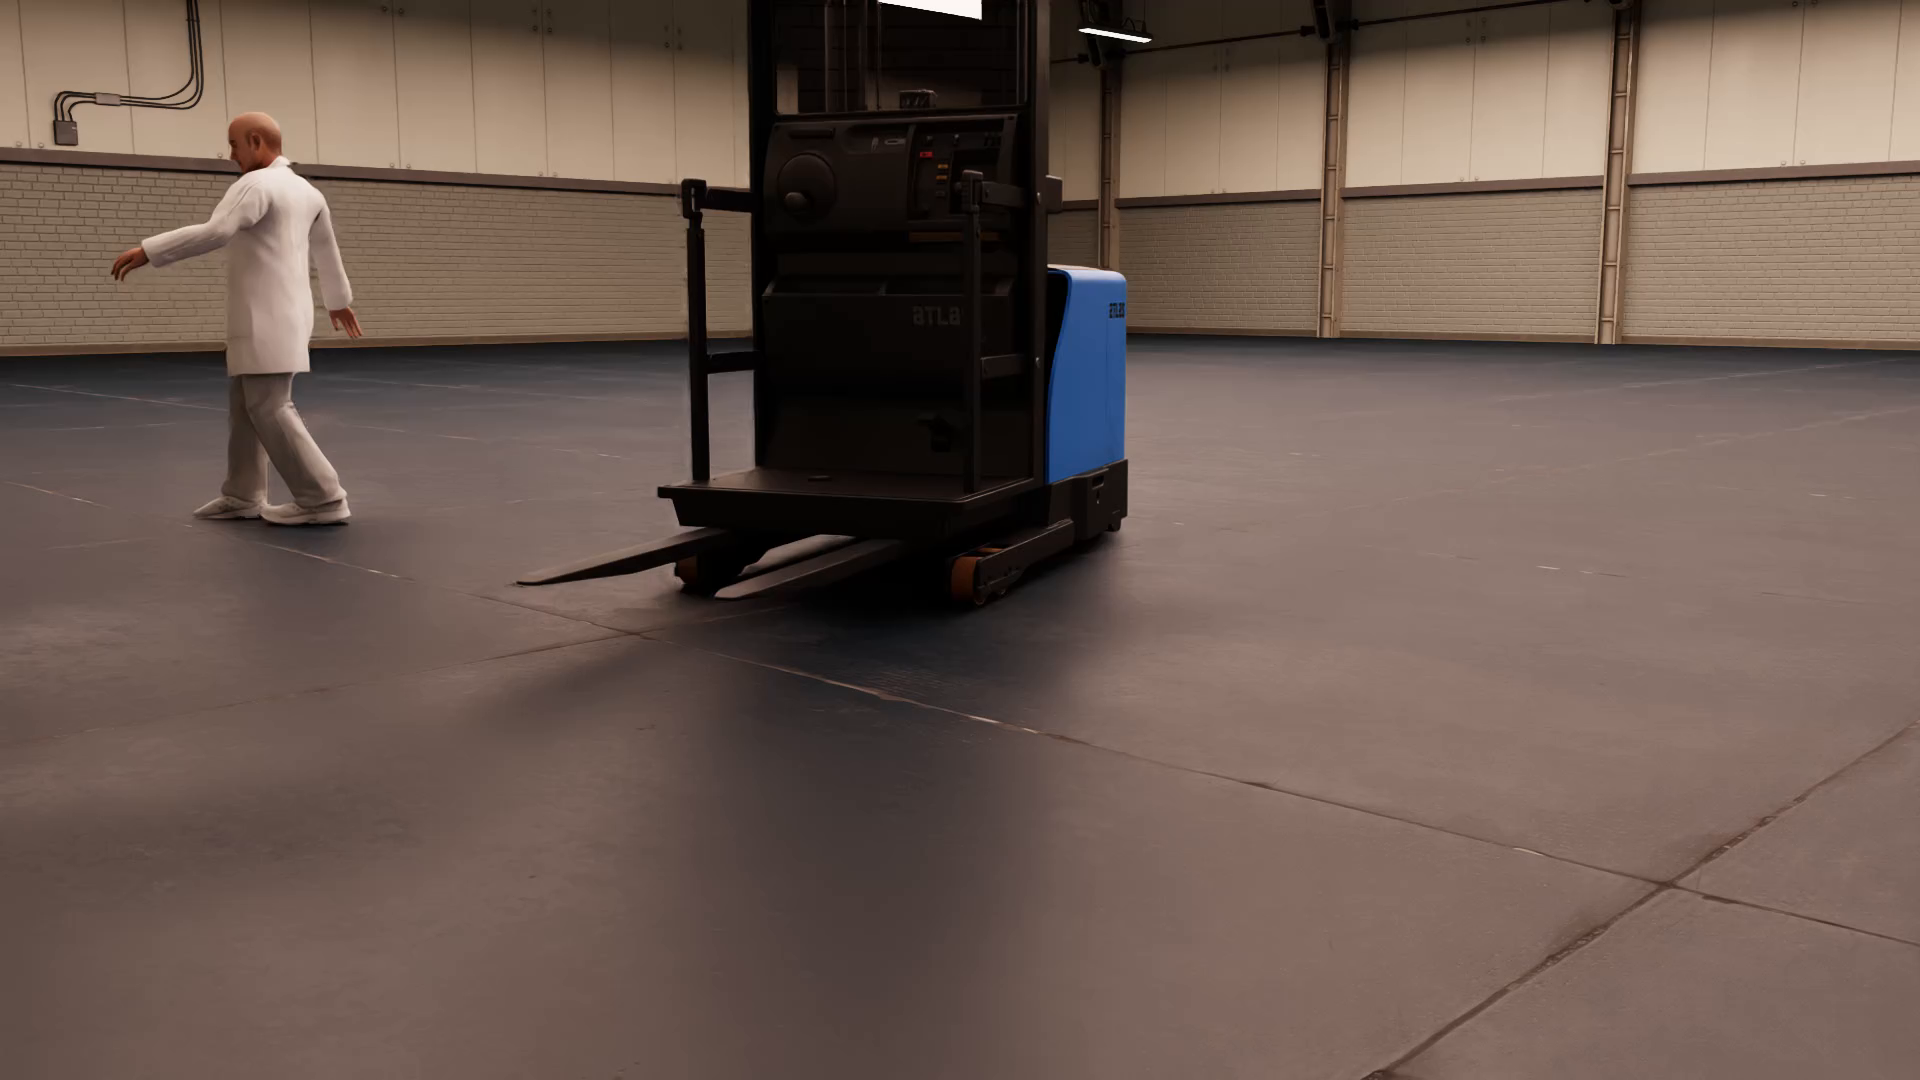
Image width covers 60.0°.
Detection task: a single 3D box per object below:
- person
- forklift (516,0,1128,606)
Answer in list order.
[{"bbox_3d":[-3.028,-0.940,7.177,0.797,1.765,1.032,0,9,1],"label":"person"},{"bbox_3d":[-0.324,-1.307,5.553,1.130,2.935,3.031,3,9,21],"label":"forklift"}]
